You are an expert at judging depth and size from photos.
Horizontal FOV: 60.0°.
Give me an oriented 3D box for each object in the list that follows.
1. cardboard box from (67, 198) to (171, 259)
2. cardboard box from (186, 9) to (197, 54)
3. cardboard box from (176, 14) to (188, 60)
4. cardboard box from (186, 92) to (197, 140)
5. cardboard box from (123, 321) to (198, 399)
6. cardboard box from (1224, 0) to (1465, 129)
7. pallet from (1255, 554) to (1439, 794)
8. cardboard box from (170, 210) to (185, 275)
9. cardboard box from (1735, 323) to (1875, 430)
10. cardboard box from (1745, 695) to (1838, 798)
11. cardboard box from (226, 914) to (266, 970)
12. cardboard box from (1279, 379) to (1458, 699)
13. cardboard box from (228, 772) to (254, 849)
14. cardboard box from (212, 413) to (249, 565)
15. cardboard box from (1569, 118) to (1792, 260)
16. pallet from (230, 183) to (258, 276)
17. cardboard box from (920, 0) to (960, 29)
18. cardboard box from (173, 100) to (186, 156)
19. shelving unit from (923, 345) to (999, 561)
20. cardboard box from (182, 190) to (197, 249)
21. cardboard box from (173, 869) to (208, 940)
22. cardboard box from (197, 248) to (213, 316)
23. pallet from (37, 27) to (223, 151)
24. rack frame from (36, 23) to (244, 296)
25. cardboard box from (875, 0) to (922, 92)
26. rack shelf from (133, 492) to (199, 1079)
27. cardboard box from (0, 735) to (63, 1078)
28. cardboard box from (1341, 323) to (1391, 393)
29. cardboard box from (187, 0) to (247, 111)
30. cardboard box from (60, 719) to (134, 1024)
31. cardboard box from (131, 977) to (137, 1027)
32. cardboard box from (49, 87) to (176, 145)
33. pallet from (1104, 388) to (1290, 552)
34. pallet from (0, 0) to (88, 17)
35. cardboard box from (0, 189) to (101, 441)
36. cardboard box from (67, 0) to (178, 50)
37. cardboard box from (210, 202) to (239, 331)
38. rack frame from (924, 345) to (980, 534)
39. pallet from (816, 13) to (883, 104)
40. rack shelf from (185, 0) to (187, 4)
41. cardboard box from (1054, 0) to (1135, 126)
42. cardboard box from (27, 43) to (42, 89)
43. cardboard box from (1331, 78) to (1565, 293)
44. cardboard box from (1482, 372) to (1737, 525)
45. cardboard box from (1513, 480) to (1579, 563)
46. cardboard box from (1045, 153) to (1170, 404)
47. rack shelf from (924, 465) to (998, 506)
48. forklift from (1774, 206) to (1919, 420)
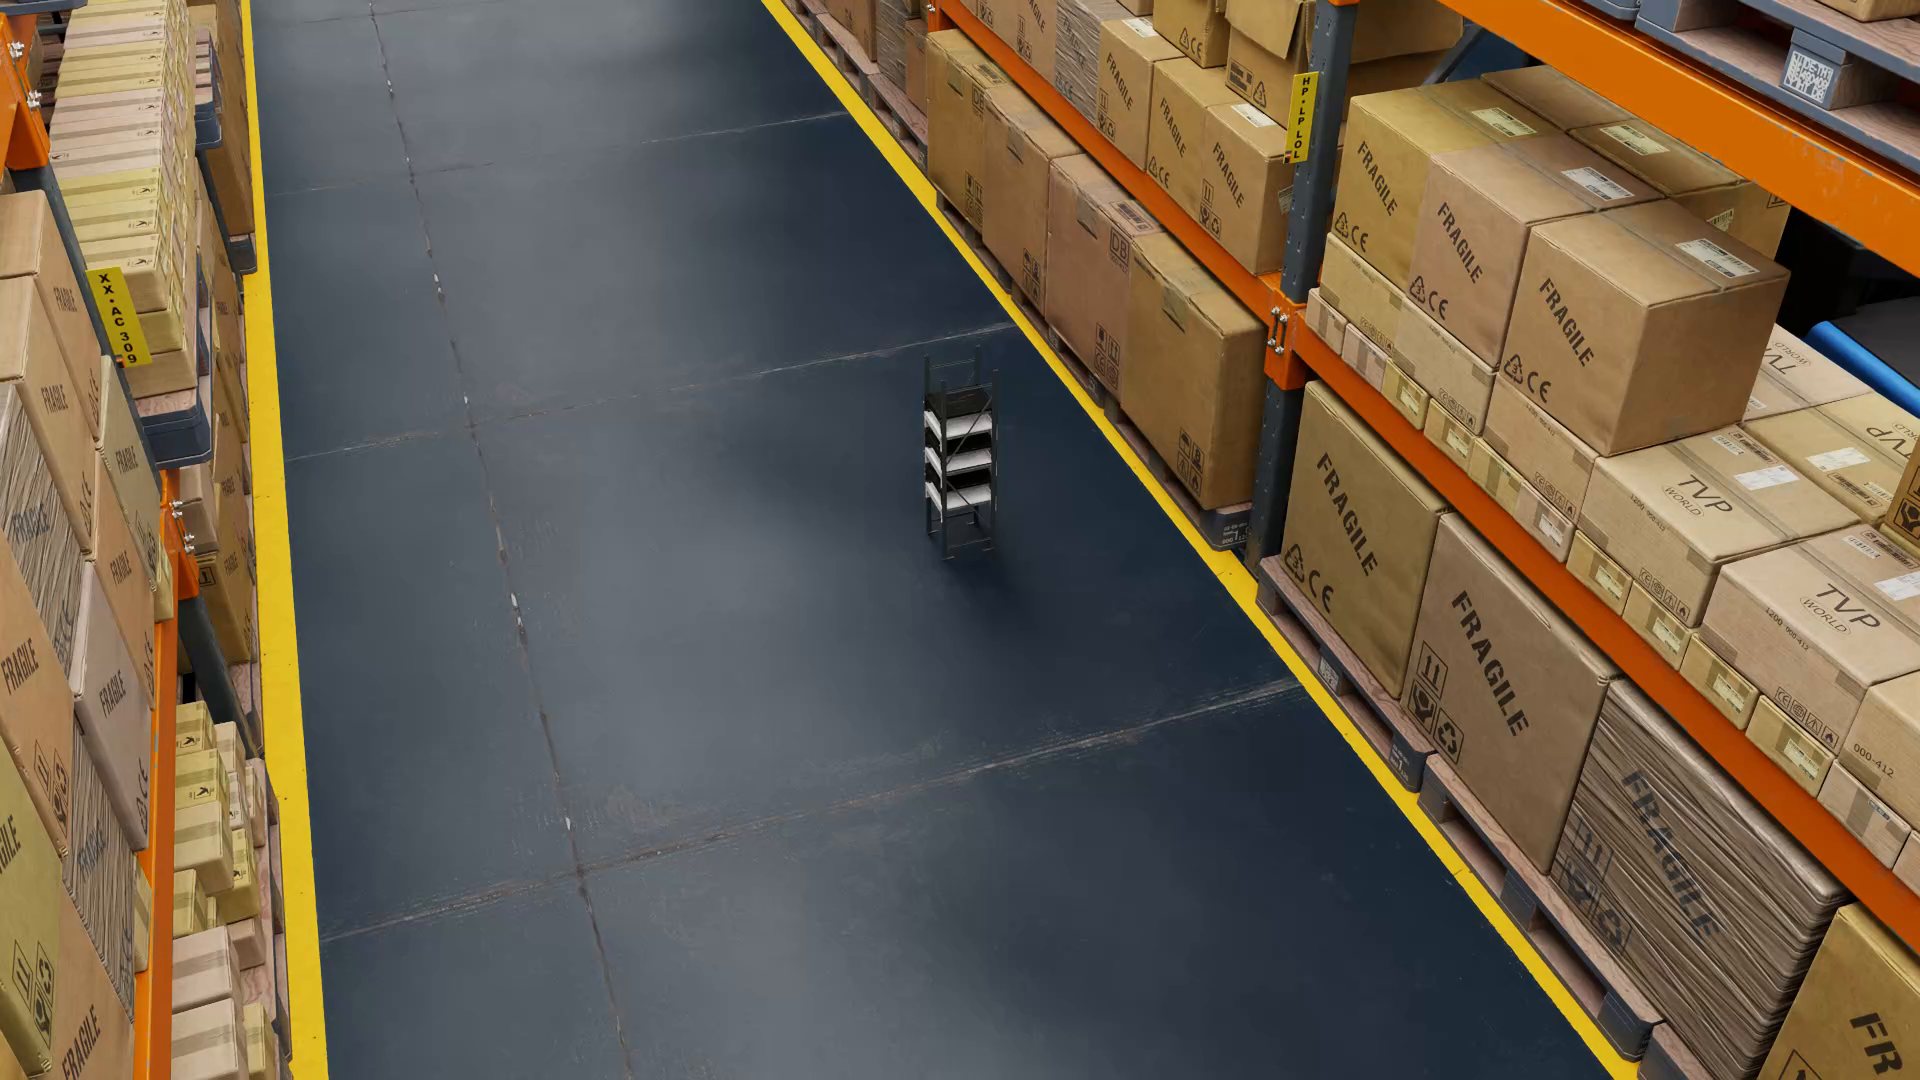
[{"bbox_3d":[-2.796,-0.971,5.412,0.380,0.149,0.250,-11,38,-15],"label":"cardboard box"},{"bbox_3d":[-3.766,-2.336,7.718,0.380,0.149,0.250,-12,39,-15],"label":"cardboard box"},{"bbox_3d":[-3.583,-2.155,7.230,0.380,0.149,0.250,-12,39,-15],"label":"cardboard box"},{"bbox_3d":[-3.416,-1.757,6.949,0.380,0.149,0.250,-14,39,-18],"label":"cardboard box"},{"bbox_3d":[-2.694,-0.577,5.383,0.380,0.149,0.250,-14,39,-18],"label":"cardboard box"},{"bbox_3d":[1.474,-1.962,6.444,0.797,0.503,0.637,-13,39,-17],"label":"cardboard box"},{"bbox_3d":[1.890,0.398,6.547,1.003,0.211,1.213,-12,39,-16],"label":"pallet"},{"bbox_3d":[-2.874,-0.988,5.681,0.380,0.149,0.250,-12,38,-15],"label":"cardboard box"},{"bbox_3d":[2.456,-0.446,5.226,0.500,0.250,0.500,-12,39,-15],"label":"cardboard box"},{"bbox_3d":[2.293,0.488,4.317,0.380,0.149,0.250,-13,39,-17],"label":"cardboard box"},{"bbox_3d":[-2.373,1.230,5.145,0.380,0.149,0.250,-14,39,-17],"label":"cardboard box"},{"bbox_3d":[1.853,-0.092,6.296,0.875,0.875,0.875,-12,39,-16],"label":"cardboard box"},{"bbox_3d":[-2.479,0.922,5.306,0.380,0.149,0.250,-14,39,-18],"label":"cardboard box"},{"bbox_3d":[-3.179,-0.132,6.661,0.500,0.500,0.500,-11,38,-14],"label":"cardboard box"},{"bbox_3d":[2.279,-1.032,5.381,0.500,0.500,0.500,-12,39,-15],"label":"cardboard box"},{"bbox_3d":[-4.567,-1.799,9.463,1.003,0.211,1.213,-12,39,-16],"label":"pallet"},{"bbox_3d":[0.066,-3.271,10.188,0.500,0.250,0.500,-11,38,-14],"label":"cardboard box"},{"bbox_3d":[-3.234,-1.579,6.466,0.380,0.149,0.250,-13,39,-17],"label":"cardboard box"},{"bbox_3d":[0.003,-0.355,6.973,0.258,0.900,0.210,-12,39,-16],"label":"shelving unit"},{"bbox_3d":[-3.051,-1.161,6.157,0.380,0.149,0.250,-14,39,-18],"label":"cardboard box"},{"bbox_3d":[-2.390,1.126,4.788,0.380,0.149,0.250,-11,38,-14],"label":"cardboard box"},{"bbox_3d":[-3.541,-1.015,7.210,0.500,0.250,0.500,-12,39,-15],"label":"cardboard box"},{"bbox_3d":[-4.022,-1.995,7.564,1.213,0.211,1.003,-12,39,-16],"label":"pallet"},{"bbox_3d":[-4.367,-2.452,8.012,1.000,3.000,0.127,-12,39,-16],"label":"rack frame"},{"bbox_3d":[-0.127,-3.284,10.829,0.700,0.500,0.500,-16,40,-20],"label":"cardboard box"},{"bbox_3d":[-2.302,1.225,3.729,1.077,0.370,4.000,-12,39,-16],"label":"rack shelf"},{"bbox_3d":[-1.857,0.619,2.774,0.500,0.500,0.500,-13,39,-17],"label":"cardboard box"},{"bbox_3d":[1.581,-0.677,5.865,0.380,0.149,0.250,-14,39,-17],"label":"cardboard box"},{"bbox_3d":[-5.117,-3.103,10.397,1.050,0.750,0.750,-12,39,-16],"label":"cardboard box"},{"bbox_3d":[-2.055,0.735,3.451,0.500,0.500,0.500,-13,39,-17],"label":"cardboard box"},{"bbox_3d":[-2.002,1.046,3.577,0.380,0.149,0.250,-11,38,-14],"label":"cardboard box"},{"bbox_3d":[-3.140,-1.545,6.174,0.380,0.149,0.250,-11,38,-14],"label":"cardboard box"},{"bbox_3d":[1.365,-0.468,7.697,1.003,0.211,1.213,-12,39,-16],"label":"pallet"},{"bbox_3d":[-3.103,-1.686,4.658,1.213,0.211,1.003,-12,39,-16],"label":"pallet"},{"bbox_3d":[-2.575,-0.541,4.313,0.500,0.500,0.500,-14,39,-18],"label":"cardboard box"},{"bbox_3d":[-3.498,-2.135,6.956,0.380,0.149,0.250,-11,38,-15],"label":"cardboard box"},{"bbox_3d":[-3.895,-1.303,8.216,0.500,0.500,0.500,-13,39,-16],"label":"cardboard box"},{"bbox_3d":[-0.032,-0.412,7.049,0.240,0.900,0.006,-12,39,-16],"label":"rack frame"},{"bbox_3d":[-0.359,-3.438,11.638,1.003,0.211,1.213,-12,39,-16],"label":"pallet"},{"bbox_3d":[-5.055,-3.294,9.728,1.077,0.370,4.000,-12,39,-16],"label":"rack shelf"},{"bbox_3d":[0.766,-2.268,7.685,0.500,0.500,0.500,-12,39,-16],"label":"cardboard box"},{"bbox_3d":[-4.310,-2.073,7.369,0.380,0.149,0.250,-11,38,-14],"label":"cardboard box"},{"bbox_3d":[1.626,-1.197,5.600,0.500,0.500,0.500,-12,39,-16],"label":"cardboard box"},{"bbox_3d":[1.967,-0.328,5.070,0.500,0.250,0.500,-12,38,-15],"label":"cardboard box"},{"bbox_3d":[1.937,-0.094,5.090,0.380,0.149,0.250,-12,39,-15],"label":"cardboard box"},{"bbox_3d":[1.154,-1.343,7.957,1.225,0.875,0.875,-14,39,-18],"label":"cardboard box"},{"bbox_3d":[0.003,-0.256,7.047,0.258,0.077,0.200,-12,39,-16],"label":"rack shelf"},{"bbox_3d":[3.732,-1.670,7.032,1.130,2.935,3.031,-8,38,-11],"label":"forklift"}]
